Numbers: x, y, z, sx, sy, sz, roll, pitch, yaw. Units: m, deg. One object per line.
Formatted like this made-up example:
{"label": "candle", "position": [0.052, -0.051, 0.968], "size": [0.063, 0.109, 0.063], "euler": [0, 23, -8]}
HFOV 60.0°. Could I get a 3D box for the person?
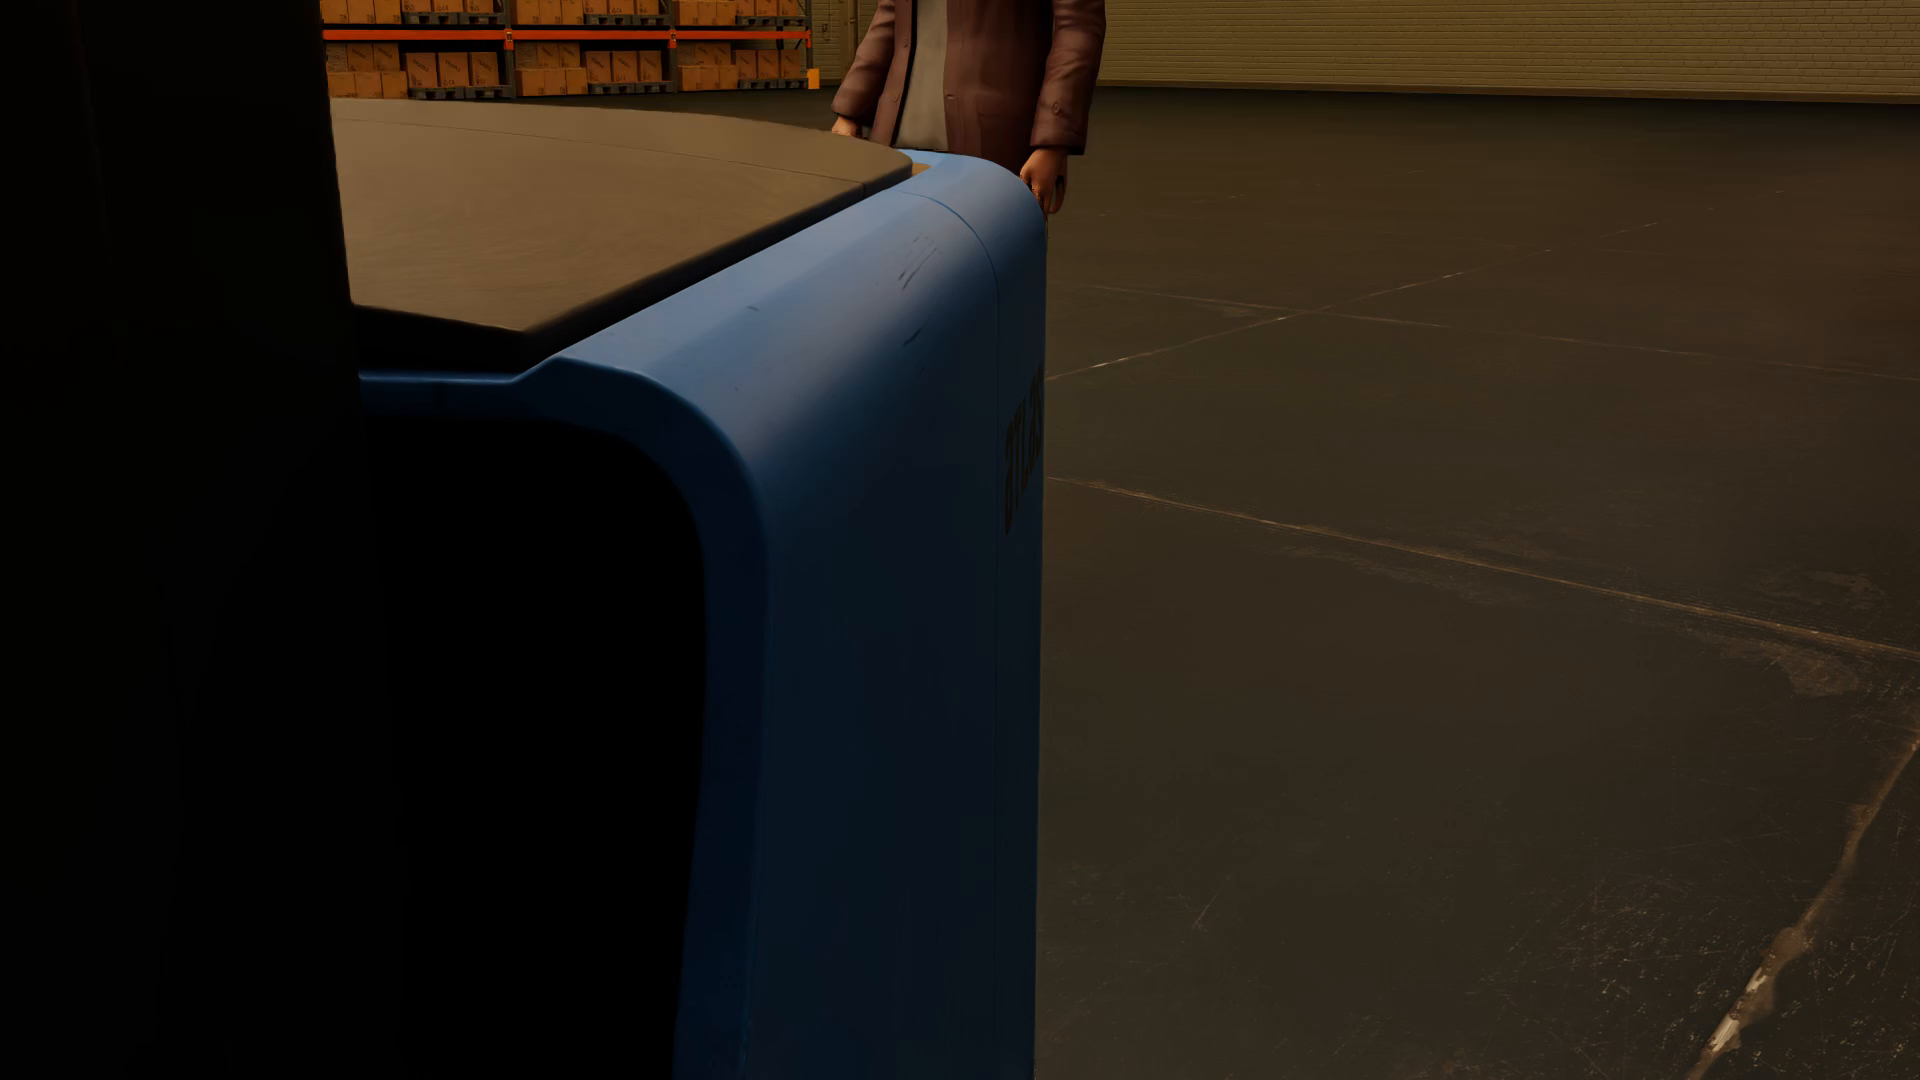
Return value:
{"label": "person", "position": [-0.061, -0.838, 3.616], "size": [0.698, 1.778, 0.579], "euler": [13, 21, 37]}
